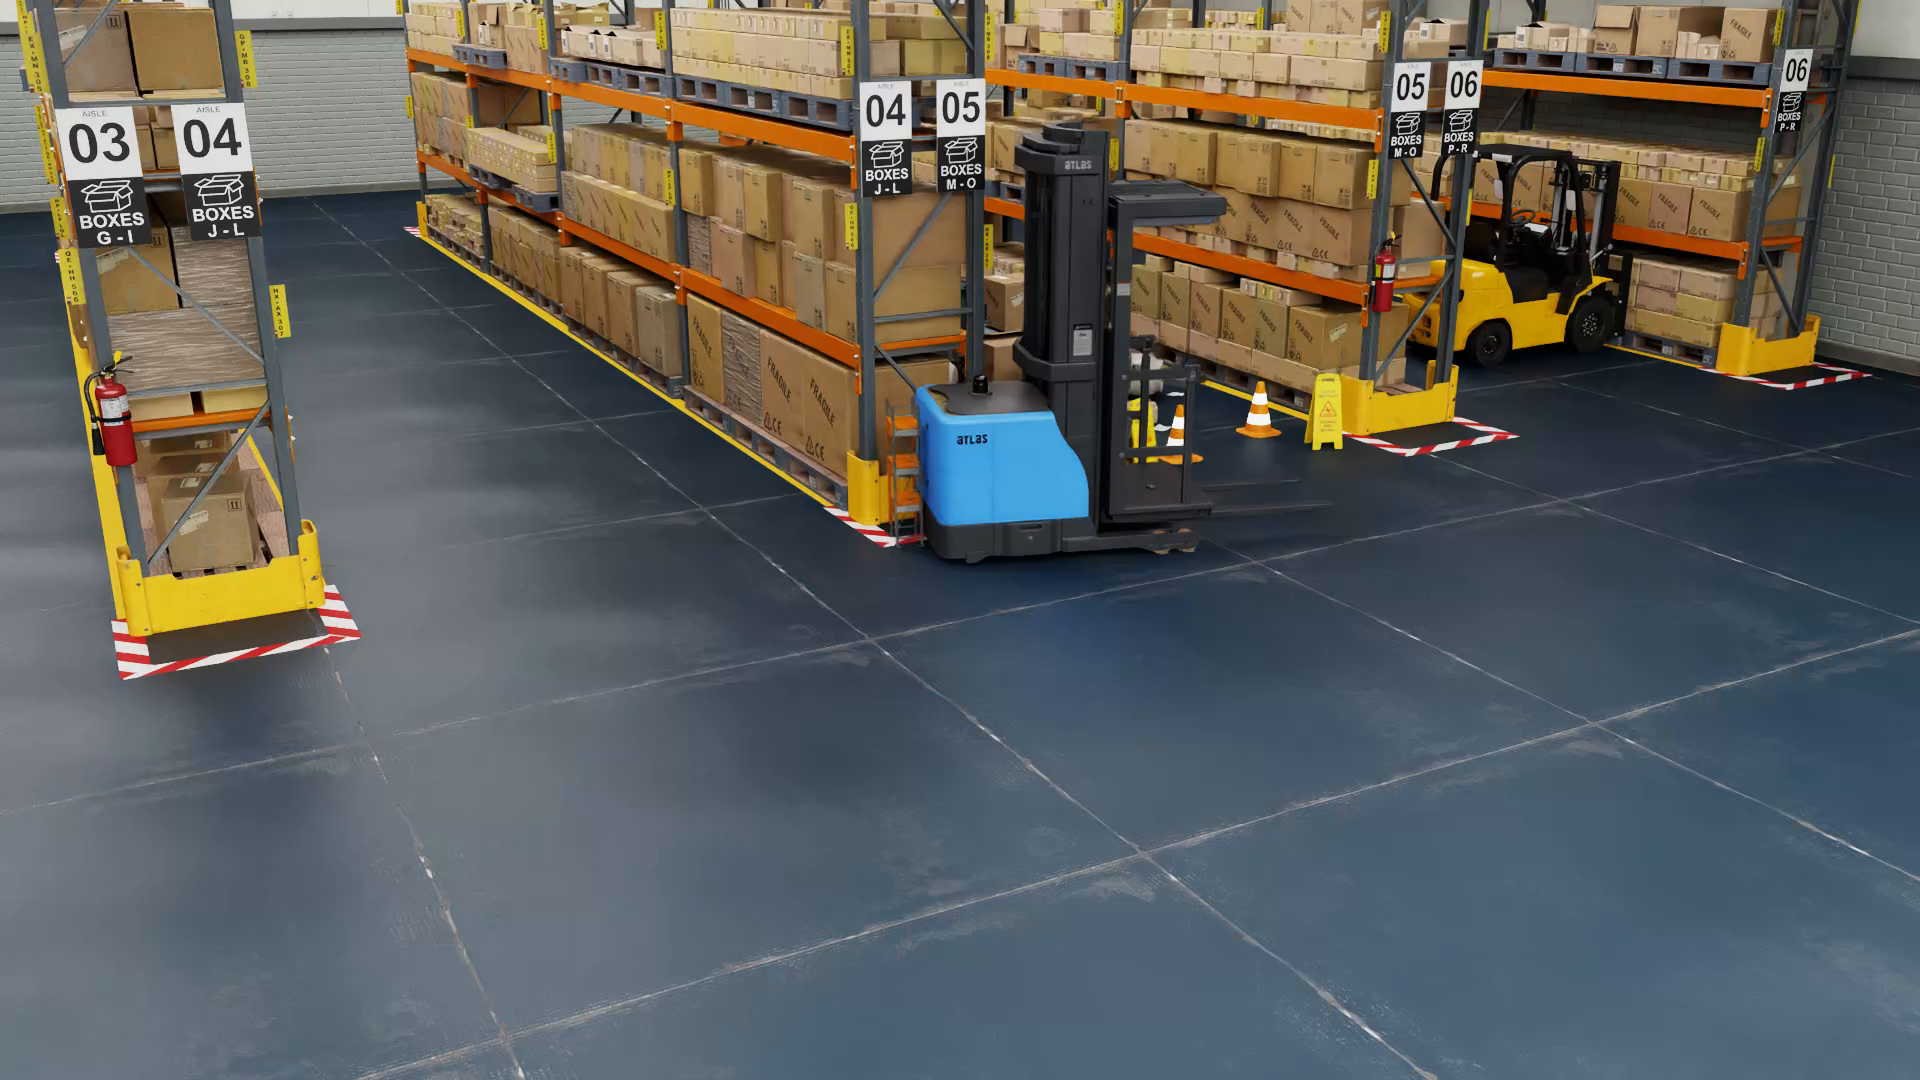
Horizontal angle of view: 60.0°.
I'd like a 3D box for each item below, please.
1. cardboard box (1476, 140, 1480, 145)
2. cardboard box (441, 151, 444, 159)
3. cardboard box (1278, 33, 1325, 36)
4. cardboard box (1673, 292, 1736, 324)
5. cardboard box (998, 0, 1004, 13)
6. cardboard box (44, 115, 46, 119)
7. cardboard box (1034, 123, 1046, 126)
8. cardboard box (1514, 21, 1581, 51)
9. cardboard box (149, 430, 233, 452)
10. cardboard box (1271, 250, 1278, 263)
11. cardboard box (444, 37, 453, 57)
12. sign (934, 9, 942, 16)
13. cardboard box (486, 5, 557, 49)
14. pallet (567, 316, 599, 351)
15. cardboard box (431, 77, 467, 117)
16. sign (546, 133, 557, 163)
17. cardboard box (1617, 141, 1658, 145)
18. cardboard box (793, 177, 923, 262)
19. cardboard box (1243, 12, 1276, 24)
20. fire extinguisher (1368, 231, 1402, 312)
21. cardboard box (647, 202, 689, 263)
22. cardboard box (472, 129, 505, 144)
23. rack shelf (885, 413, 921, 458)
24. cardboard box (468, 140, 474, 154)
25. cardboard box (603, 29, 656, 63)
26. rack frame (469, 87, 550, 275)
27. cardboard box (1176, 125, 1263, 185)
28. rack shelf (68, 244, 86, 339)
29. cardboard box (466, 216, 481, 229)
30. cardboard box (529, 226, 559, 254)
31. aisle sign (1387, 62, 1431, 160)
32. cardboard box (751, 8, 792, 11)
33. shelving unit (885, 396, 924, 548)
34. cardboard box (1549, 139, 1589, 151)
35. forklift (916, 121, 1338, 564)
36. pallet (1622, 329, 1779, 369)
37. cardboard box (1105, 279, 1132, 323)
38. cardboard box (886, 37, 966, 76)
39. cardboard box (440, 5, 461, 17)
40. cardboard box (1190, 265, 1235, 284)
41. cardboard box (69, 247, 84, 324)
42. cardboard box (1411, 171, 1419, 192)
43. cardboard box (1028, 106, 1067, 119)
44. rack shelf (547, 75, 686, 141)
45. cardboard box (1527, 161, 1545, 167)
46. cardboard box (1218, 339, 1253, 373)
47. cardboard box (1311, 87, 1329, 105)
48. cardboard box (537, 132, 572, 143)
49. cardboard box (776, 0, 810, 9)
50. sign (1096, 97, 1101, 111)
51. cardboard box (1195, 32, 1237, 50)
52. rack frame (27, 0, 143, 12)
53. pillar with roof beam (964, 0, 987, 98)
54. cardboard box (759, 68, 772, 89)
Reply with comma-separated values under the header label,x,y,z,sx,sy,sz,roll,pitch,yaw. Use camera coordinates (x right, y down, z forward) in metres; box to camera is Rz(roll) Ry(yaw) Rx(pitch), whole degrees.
label,x,y,z,sx,sy,sz,roll,pitch,yaw
cardboard box,6.129,-4.795,20.282,0.380,0.149,0.250,-9,21,-25
cardboard box,-7.341,-5.632,24.240,0.380,0.149,0.250,-10,22,-28
cardboard box,3.282,-4.797,15.998,0.380,0.149,0.250,-10,21,-26
cardboard box,7.879,-2.456,17.455,0.500,0.250,0.500,-10,22,-27
cardboard box,1.002,-9.231,28.695,0.500,0.250,0.500,-10,21,-27
cardboard box,-11.089,-5.029,20.730,0.500,0.500,0.500,-10,21,-26
cardboard box,1.177,-4.764,20.085,0.500,0.500,0.500,-12,22,-30
cardboard box,6.667,-5.723,18.859,0.500,0.311,0.500,-9,21,-26
cardboard box,-5.804,-0.640,12.574,0.500,0.500,0.500,-12,22,-31
cardboard box,3.186,-2.712,15.778,0.380,0.149,0.250,-10,21,-26
cardboard box,-6.685,-6.700,22.581,0.500,0.250,0.500,-10,21,-27
sign,-0.272,-6.372,20.488,0.100,0.325,0.005,-10,21,-27
cardboard box,-5.370,-6.310,20.419,0.797,0.503,0.637,-10,22,-27
pallet,-3.780,-2.404,18.776,1.003,0.211,1.213,-10,21,-27
cardboard box,-7.190,-6.305,23.663,0.500,0.500,0.500,-11,22,-28
sign,-4.561,-4.384,18.583,0.100,0.325,0.005,-10,21,-27
cardboard box,7.576,-4.377,18.615,0.380,0.149,0.250,-9,21,-25
cardboard box,-0.774,-2.501,12.897,0.875,0.550,0.550,-10,21,-27
cardboard box,4.163,-7.255,23.123,0.380,0.149,0.250,-9,21,-25
fire extinguisher,3.668,-2.319,14.372,0.296,0.674,0.183,-10,21,-27
cardboard box,-2.672,-2.968,15.980,0.500,0.500,0.500,-10,21,-27
cardboard box,-6.067,-5.206,21.450,0.380,0.149,0.250,-9,21,-25
rack shelf,-0.404,-0.743,11.830,0.215,0.259,0.240,-5,20,-11
cardboard box,-6.205,-5.145,21.728,0.380,0.149,0.250,-10,21,-26
cardboard box,-3.215,-4.903,16.483,0.500,0.311,0.500,-11,22,-29
rack frame,-5.988,-5.109,22.338,1.000,3.000,0.127,-10,21,-27
cardboard box,2.576,-3.810,16.433,0.700,0.500,0.500,-11,22,-28
rack shelf,-7.552,-2.307,15.321,1.077,0.370,4.000,-10,21,-27
cardboard box,-6.666,-4.440,23.215,0.380,0.149,0.250,-10,22,-27
cardboard box,-4.893,-3.631,20.094,0.500,0.250,0.500,-10,21,-26
aisle sign,3.793,-3.626,14.055,0.394,0.787,0.004,-10,21,-27
cardboard box,-1.615,-4.606,14.648,0.380,0.149,0.250,-10,21,-27
shelving unit,-0.398,-0.485,11.920,0.215,1.050,0.252,-5,20,-11
cardboard box,6.888,-4.442,18.802,0.380,0.149,0.250,-10,22,-28
forklift,1.235,-1.449,11.836,3.031,2.935,1.130,-4,19,-11
pallet,7.986,-2.125,17.964,1.003,0.211,1.213,-10,21,-27
cardboard box,1.868,-2.714,18.784,0.950,0.372,0.625,-10,21,-26
cardboard box,-0.293,-3.576,12.273,0.500,0.250,0.500,-10,21,-27
cardboard box,-6.879,-7.226,22.728,0.380,0.149,0.250,-11,22,-29
cardboard box,2.545,-2.687,16.748,0.380,0.149,0.250,-9,21,-24
cardboard box,-6.236,-1.973,12.642,0.875,0.500,0.500,-10,21,-27
cardboard box,5.773,-4.555,20.962,0.500,0.250,0.500,-10,21,-27
cardboard box,1.511,-7.287,28.425,0.500,0.250,0.500,-11,22,-28
rack shelf,-3.138,-4.464,16.975,1.077,0.370,4.000,-10,21,-27
cardboard box,6.731,-4.373,19.057,0.380,0.149,0.250,-9,21,-25
cardboard box,2.906,-1.848,16.460,0.500,0.250,0.500,-11,22,-29
cardboard box,3.360,-3.966,14.813,0.380,0.149,0.250,-9,21,-25
cardboard box,-5.137,-5.087,21.104,0.380,0.149,0.250,-11,22,-28
cardboard box,-2.348,-7.999,25.161,0.797,0.503,0.637,-8,21,-22
sign,2.213,-6.997,26.484,0.100,0.325,0.005,-10,21,-27
cardboard box,2.512,-4.853,16.161,0.380,0.149,0.250,-11,22,-28
rack frame,-8.501,-6.057,15.889,1.000,3.000,0.127,-10,21,-27
pillar with roof beam,-3.488,-10.905,29.940,9.100,9.000,0.400,-10,21,-27
cardboard box,-1.348,-3.617,13.003,0.380,0.149,0.250,-10,21,-26
